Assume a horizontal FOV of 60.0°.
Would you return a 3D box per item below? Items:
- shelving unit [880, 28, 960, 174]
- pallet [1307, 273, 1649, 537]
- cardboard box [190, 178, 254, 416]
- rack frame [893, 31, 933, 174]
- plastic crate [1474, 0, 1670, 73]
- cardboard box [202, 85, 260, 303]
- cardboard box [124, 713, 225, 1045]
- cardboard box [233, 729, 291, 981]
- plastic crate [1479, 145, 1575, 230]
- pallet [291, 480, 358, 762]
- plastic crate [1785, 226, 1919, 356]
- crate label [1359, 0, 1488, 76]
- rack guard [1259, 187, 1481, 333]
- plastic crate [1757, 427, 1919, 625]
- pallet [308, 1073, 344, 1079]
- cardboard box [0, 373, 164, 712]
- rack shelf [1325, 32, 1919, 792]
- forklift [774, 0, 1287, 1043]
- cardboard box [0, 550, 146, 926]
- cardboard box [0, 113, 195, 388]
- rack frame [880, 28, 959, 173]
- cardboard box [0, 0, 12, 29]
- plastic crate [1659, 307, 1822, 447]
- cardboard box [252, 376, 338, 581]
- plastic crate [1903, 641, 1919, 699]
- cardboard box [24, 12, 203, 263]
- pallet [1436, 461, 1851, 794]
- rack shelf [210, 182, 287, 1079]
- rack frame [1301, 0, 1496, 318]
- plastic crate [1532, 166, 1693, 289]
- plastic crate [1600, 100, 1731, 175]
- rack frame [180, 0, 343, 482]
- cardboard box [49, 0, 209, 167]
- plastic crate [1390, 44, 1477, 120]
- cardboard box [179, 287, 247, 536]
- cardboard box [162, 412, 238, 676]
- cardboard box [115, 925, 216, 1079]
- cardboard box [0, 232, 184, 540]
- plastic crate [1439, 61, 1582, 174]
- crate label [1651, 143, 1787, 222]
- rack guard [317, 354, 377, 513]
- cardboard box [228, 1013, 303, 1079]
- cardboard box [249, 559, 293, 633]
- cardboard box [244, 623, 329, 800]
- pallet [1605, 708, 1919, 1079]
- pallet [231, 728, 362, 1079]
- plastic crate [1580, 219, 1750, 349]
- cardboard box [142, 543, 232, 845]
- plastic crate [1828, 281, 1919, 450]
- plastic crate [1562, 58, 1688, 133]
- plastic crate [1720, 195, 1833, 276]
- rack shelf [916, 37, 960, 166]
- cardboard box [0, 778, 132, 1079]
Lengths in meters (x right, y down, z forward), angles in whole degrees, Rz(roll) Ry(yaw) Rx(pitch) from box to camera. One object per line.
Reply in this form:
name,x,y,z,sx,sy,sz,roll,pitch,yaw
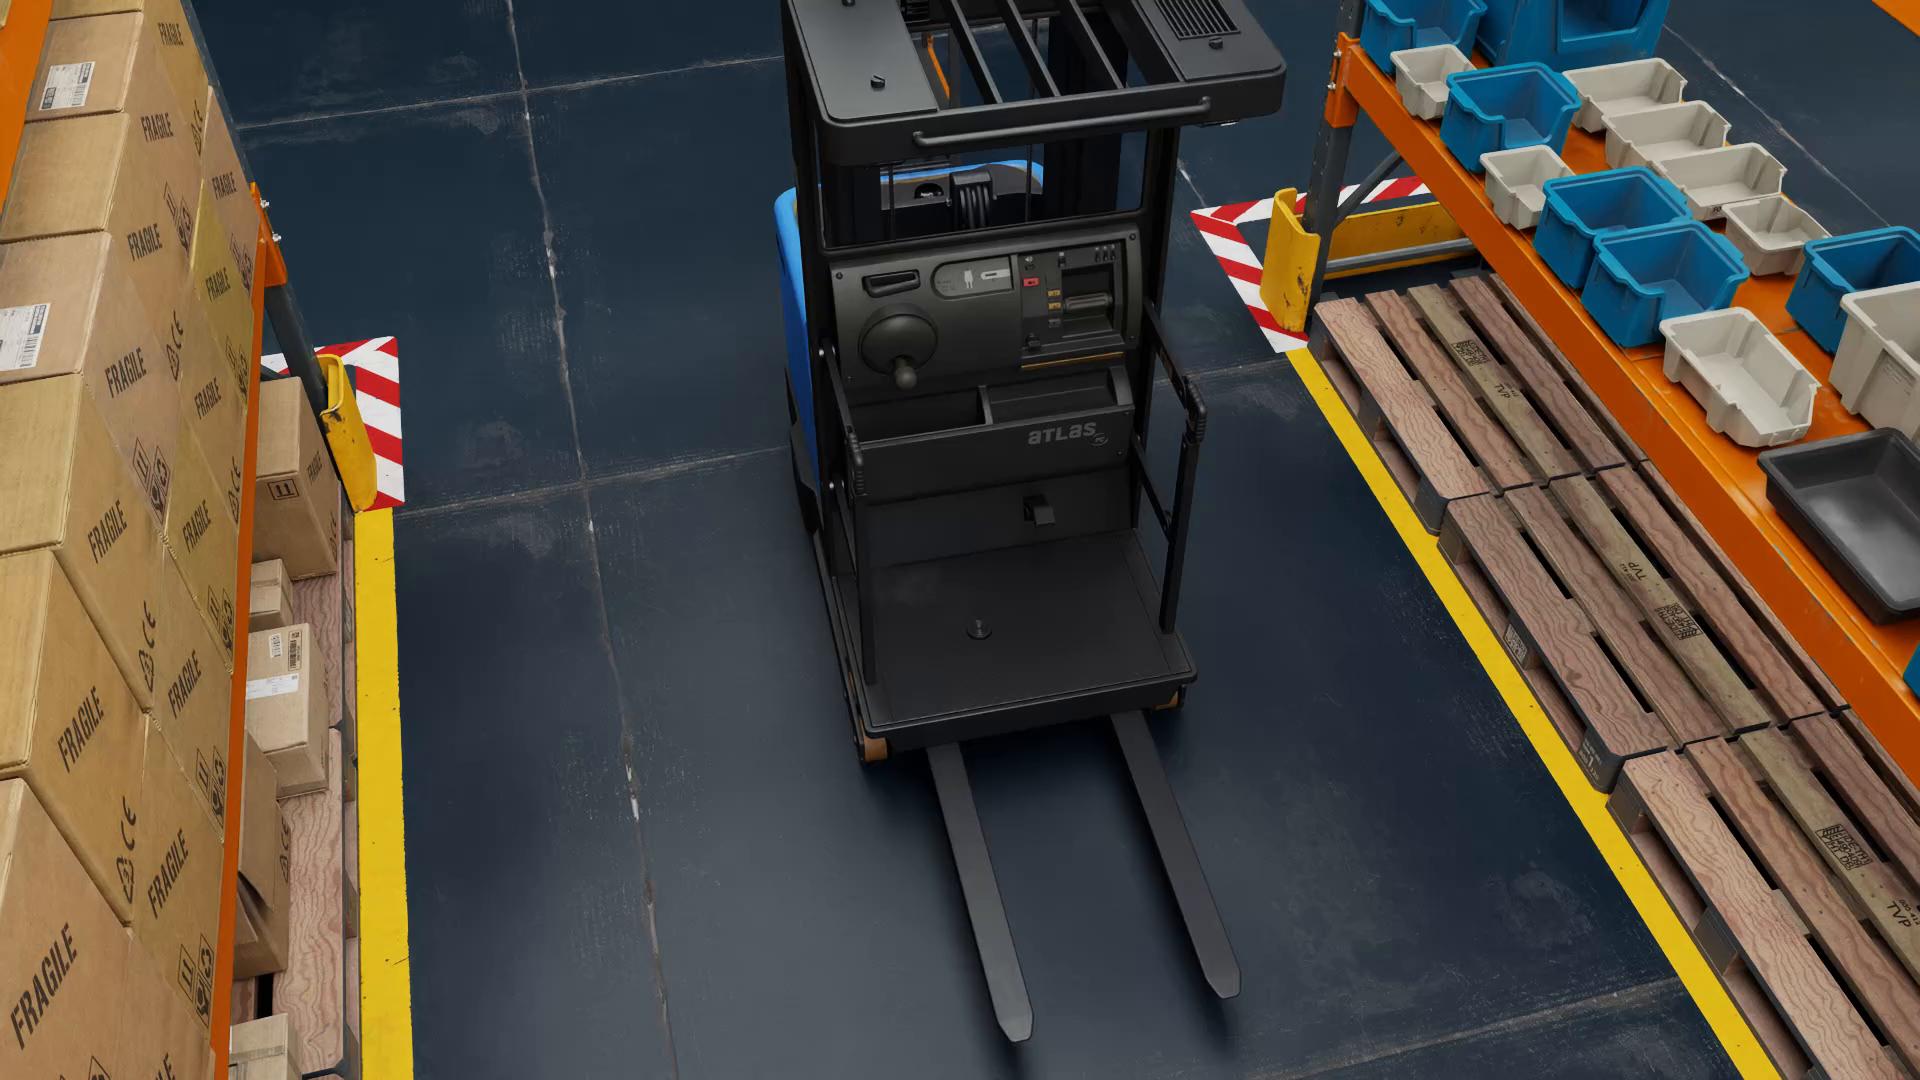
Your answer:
shelving unit,-0.254,-1.538,6.287,0.431,2.100,0.503,-9,46,-9
pallet,2.102,-0.586,6.676,1.003,0.211,1.213,-11,47,-10
cardboard box,-2.347,-0.653,4.720,0.500,0.500,0.500,-10,46,-10
rack frame,-0.307,-1.708,6.454,0.400,2.100,0.015,-9,46,-9
plastic crate,2.195,-1.974,6.018,0.616,0.435,0.499,-11,47,-10
cardboard box,-2.483,-1.010,5.070,0.500,0.500,0.500,-9,46,-9
cardboard box,-1.838,0.737,3.357,0.500,0.500,0.500,-10,46,-10
cardboard box,-2.323,0.950,4.658,0.797,0.503,0.637,-11,47,-10
plastic crate,1.849,-1.131,5.401,0.250,0.136,0.298,-11,47,-10
pallet,-2.636,0.344,5.765,1.003,0.211,1.213,-11,47,-10
plastic crate,2.702,-0.729,4.940,0.416,0.233,0.300,-11,47,-10
crate label,1.673,-1.870,6.057,0.416,0.233,0.303,-11,47,-10
rack guard,1.910,-1.277,7.152,1.175,0.500,0.348,-11,47,-10
plastic crate,2.406,-0.025,4.325,0.437,0.125,0.590,-11,47,-10
pallet,-2.012,2.028,4.114,1.003,0.211,1.213,-11,47,-10
cardboard box,-1.949,0.054,3.327,0.500,0.500,0.500,-12,47,-11
rack shelf,2.441,-0.505,5.149,1.077,0.370,4.000,-11,47,-10
forklift,0.135,-0.592,4.778,1.130,2.935,3.031,-9,46,-9
cardboard box,-1.818,0.409,2.979,0.500,0.500,0.500,-12,47,-12
cardboard box,-2.214,-0.657,4.024,0.500,0.500,0.500,-10,46,-9
rack frame,-0.201,-1.368,6.121,0.400,2.100,0.015,-9,46,-9
cardboard box,-2.216,-1.236,3.366,0.500,0.250,0.500,-11,47,-10
plastic crate,2.216,-0.452,4.736,0.293,0.136,0.466,-11,47,-10
cardboard box,-2.483,-0.184,5.772,0.500,0.500,0.500,-11,47,-10
plastic crate,2.503,0.348,3.778,0.392,0.384,0.575,-11,47,-10
cardboard box,-2.351,-1.014,4.374,0.500,0.500,0.500,-10,46,-9
pallet,2.411,0.255,5.852,1.003,0.211,1.213,-11,47,-10
rack shelf,-2.349,0.398,4.264,1.077,0.370,4.000,-11,47,-10
rack frame,1.929,-2.138,6.245,1.000,3.000,0.127,-11,47,-10
plastic crate,2.011,-0.961,5.166,0.416,0.233,0.300,-11,47,-10
plastic crate,2.373,-1.334,5.600,0.396,0.136,0.243,-11,47,-10
rack frame,-2.861,-1.235,5.360,1.000,3.000,0.127,-11,47,-10
cardboard box,-2.481,-1.363,4.715,0.500,0.500,0.500,-11,47,-11
plastic crate,1.676,-1.599,5.860,0.250,0.136,0.298,-11,47,-10
cardboard box,-2.224,-0.307,4.381,0.500,0.500,0.500,-10,46,-10
cardboard box,-2.095,0.040,4.040,0.500,0.500,0.500,-11,47,-11
cardboard box,-1.704,1.090,3.012,0.500,0.500,0.500,-10,46,-9
cardboard box,-2.082,-0.303,3.676,0.500,0.500,0.500,-9,46,-9
plastic crate,1.842,-1.415,5.612,0.416,0.233,0.300,-11,47,-10
crate label,2.467,-1.146,5.416,0.396,0.136,0.243,-11,47,-10
rack guard,-2.841,-0.308,6.201,1.175,0.500,0.348,-11,47,-10
cardboard box,-1.966,1.440,4.415,0.380,0.166,0.250,-11,47,-10
cardboard box,-2.467,0.229,5.601,0.380,0.166,0.250,-11,47,-10
cardboard box,-2.269,0.565,5.213,0.500,0.250,0.500,-11,47,-10
pallet,2.727,1.099,5.025,1.003,0.211,1.213,-11,47,-10
pallet,-2.327,1.185,4.941,1.003,0.211,1.213,-11,47,-10
plastic crate,2.087,-0.754,4.963,0.416,0.233,0.300,-11,47,-10
cardboard box,-1.964,0.391,3.696,0.500,0.500,0.500,-11,47,-11
plastic crate,2.740,-0.444,4.626,0.437,0.282,0.530,-11,47,-10
plastic crate,2.312,-1.537,5.798,0.396,0.136,0.243,-11,47,-10
plastic crate,2.561,-0.945,5.219,0.298,0.136,0.250,-11,47,-10
rack shelf,-0.254,-1.529,6.297,0.431,0.518,0.480,-9,46,-9
cardboard box,-1.685,0.765,2.630,0.500,0.500,0.500,-10,46,-9
